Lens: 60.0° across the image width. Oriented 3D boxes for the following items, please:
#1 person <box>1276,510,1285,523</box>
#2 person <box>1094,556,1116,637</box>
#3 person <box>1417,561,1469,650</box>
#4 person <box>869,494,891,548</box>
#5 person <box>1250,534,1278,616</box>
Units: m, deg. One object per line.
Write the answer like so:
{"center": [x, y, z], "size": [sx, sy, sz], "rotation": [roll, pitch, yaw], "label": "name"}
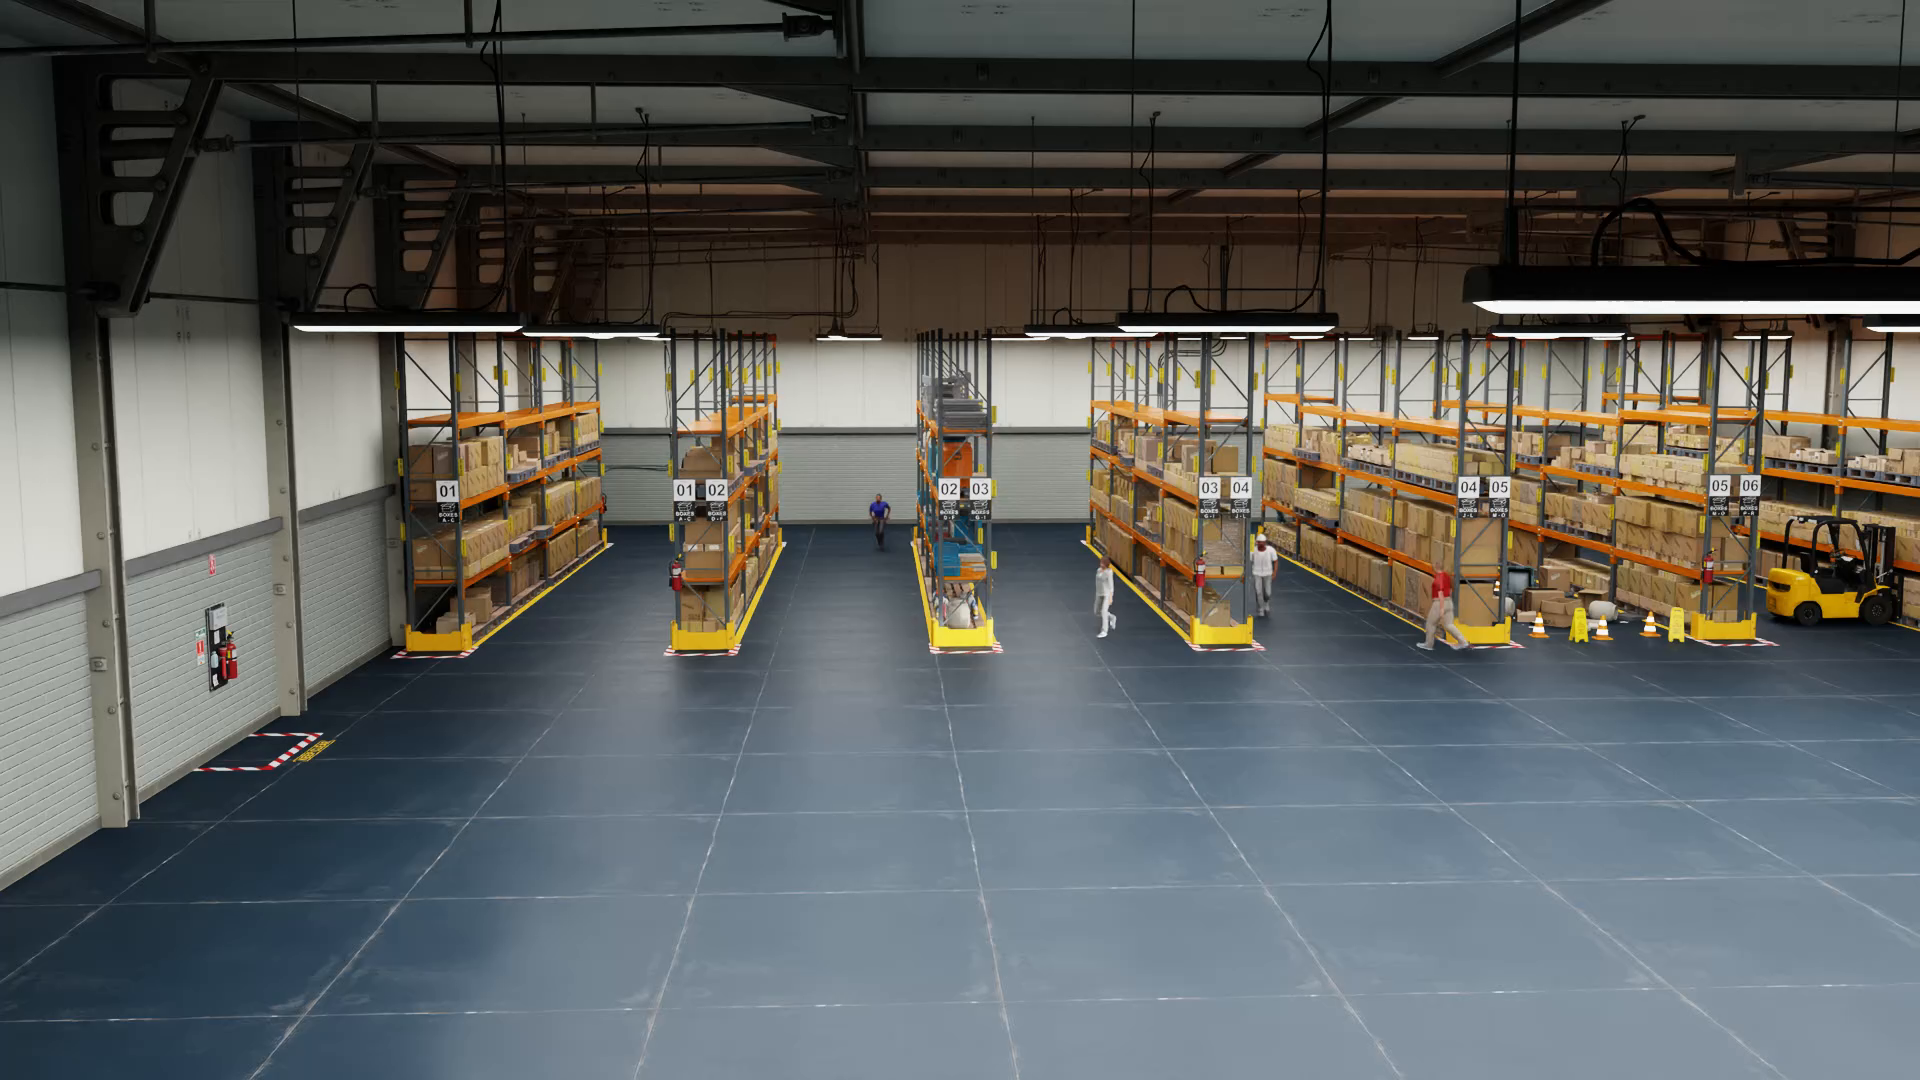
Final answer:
{"center": [9.906, -1.137, 51.593], "size": [0.436, 1.537, 0.997], "rotation": [5, 8, 35], "label": "person"}
{"center": [2.875, 1.092, 32.605], "size": [0.598, 1.583, 0.472], "rotation": [-5, 9, -39], "label": "person"}
{"center": [9.033, 1.237, 30.997], "size": [0.540, 1.683, 0.985], "rotation": [-5, 9, -39], "label": "person"}
{"center": [-2.238, -0.534, 46.555], "size": [0.584, 1.565, 0.733], "rotation": [1, 7, 8], "label": "person"}
{"center": [6.390, 0.721, 35.189], "size": [0.636, 1.740, 0.678], "rotation": [1, 7, 9], "label": "person"}
